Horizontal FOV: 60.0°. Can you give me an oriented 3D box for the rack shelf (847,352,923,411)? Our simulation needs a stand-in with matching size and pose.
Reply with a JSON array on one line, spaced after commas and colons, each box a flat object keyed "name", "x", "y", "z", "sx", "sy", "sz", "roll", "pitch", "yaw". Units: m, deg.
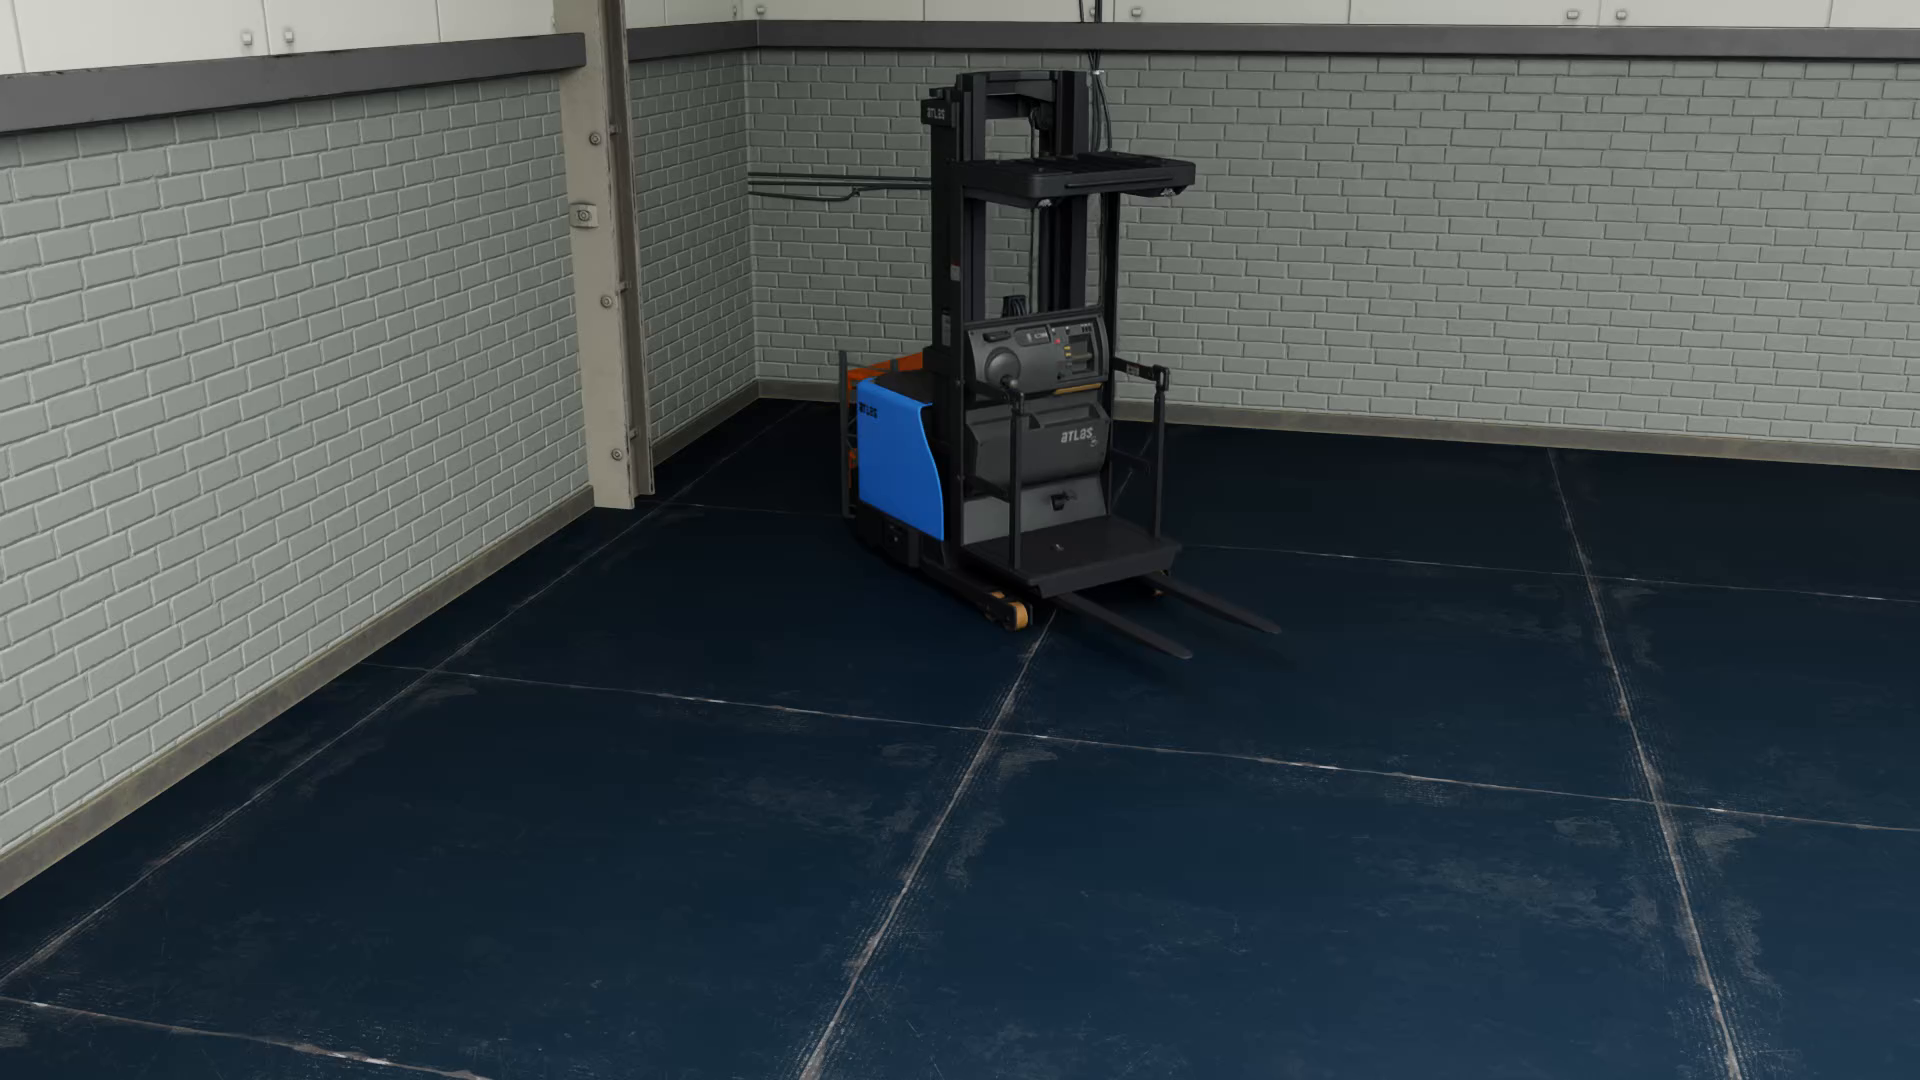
[{"name": "rack shelf", "x": -0.262, "y": -1.055, "z": 11.132, "sx": 0.538, "sy": 0.278, "sz": 1.000, "roll": 15, "pitch": 24, "yaw": 38}]

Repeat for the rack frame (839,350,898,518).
[{"name": "rack frame", "x": -0.591, "y": -0.653, "z": 10.859, "sx": 0.500, "sy": 1.125, "sz": 0.032, "roll": 15, "pitch": 24, "yaw": 38}]

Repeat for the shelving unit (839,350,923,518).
[{"name": "shelving unit", "x": -0.262, "y": -0.778, "z": 11.227, "sx": 0.538, "sy": 1.125, "sz": 1.048, "roll": 15, "pitch": 24, "yaw": 38}]

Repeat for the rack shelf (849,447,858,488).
[{"name": "rack shelf", "x": -0.262, "y": -0.547, "z": 11.306, "sx": 0.538, "sy": 0.278, "sz": 1.000, "roll": 15, "pitch": 24, "yaw": 38}]

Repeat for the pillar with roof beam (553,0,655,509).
[{"name": "pillar with roof beam", "x": 1.841, "y": -4.201, "z": 9.065, "sx": 9.100, "sy": 9.000, "sz": 0.400, "roll": 5, "pitch": 19, "yaw": 13}]

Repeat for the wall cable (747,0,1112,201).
[{"name": "wall cable", "x": -0.332, "y": -3.891, "z": 12.960, "sx": 3.097, "sy": 2.526, "sz": 0.112, "roll": 5, "pitch": 19, "yaw": 13}]

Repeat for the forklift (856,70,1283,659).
[{"name": "forklift", "x": 0.568, "y": -1.055, "z": 9.241, "sx": 1.130, "sy": 2.935, "sz": 3.031, "roll": -12, "pitch": 22, "yaw": -31}]
